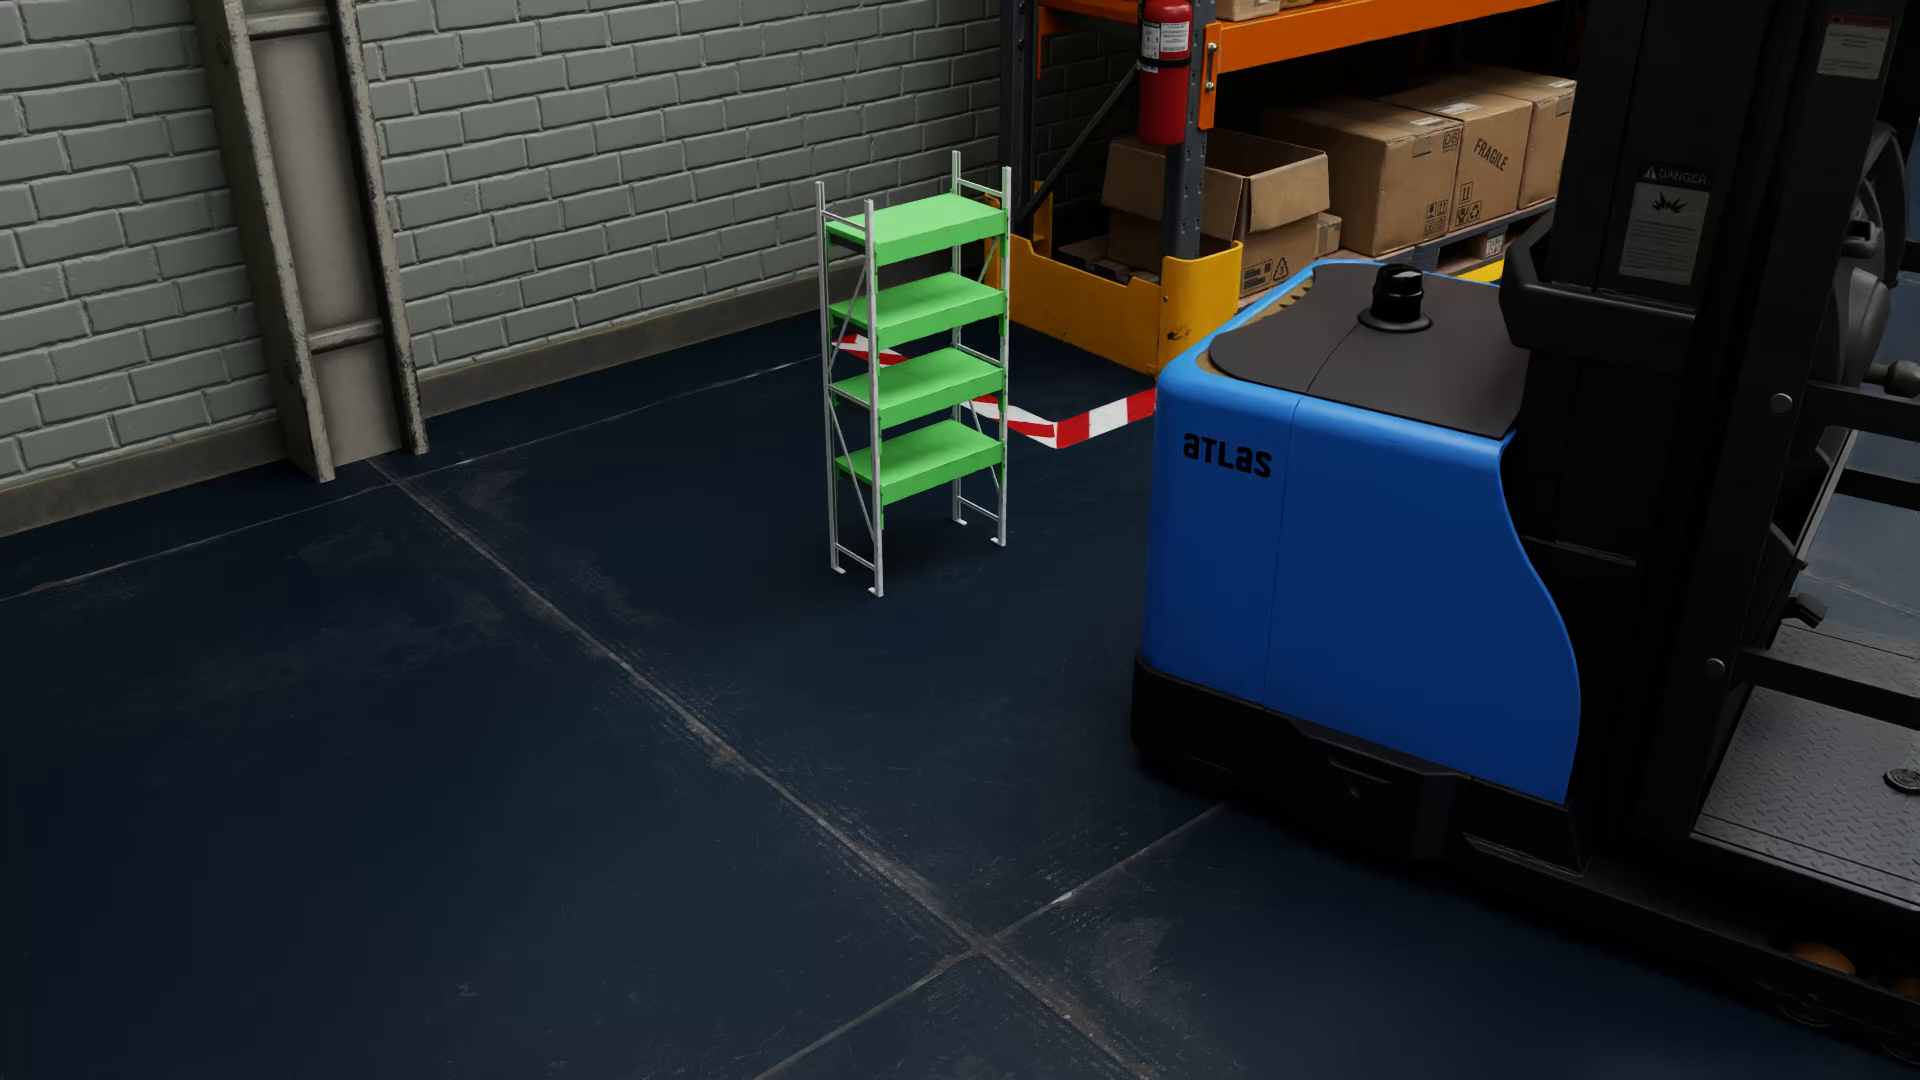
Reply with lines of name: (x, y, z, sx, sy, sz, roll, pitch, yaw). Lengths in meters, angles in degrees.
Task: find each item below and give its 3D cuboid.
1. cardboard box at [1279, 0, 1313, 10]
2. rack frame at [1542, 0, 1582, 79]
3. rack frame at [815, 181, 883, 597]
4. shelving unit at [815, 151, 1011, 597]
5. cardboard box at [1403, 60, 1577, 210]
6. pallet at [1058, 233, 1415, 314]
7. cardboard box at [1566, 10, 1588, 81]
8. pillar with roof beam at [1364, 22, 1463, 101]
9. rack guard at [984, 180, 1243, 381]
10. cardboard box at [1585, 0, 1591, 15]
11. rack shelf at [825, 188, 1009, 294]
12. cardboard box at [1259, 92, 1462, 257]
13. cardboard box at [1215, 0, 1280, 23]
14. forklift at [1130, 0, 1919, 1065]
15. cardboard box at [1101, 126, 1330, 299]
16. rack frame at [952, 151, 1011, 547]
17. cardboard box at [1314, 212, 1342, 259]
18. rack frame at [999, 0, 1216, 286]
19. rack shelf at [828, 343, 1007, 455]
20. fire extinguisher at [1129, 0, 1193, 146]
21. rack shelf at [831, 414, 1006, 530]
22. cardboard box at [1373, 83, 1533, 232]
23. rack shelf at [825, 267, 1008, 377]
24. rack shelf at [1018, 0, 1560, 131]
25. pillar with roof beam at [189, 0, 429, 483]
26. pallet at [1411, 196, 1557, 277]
cardboard box: (1.118, -2.117, 6.295, 0.250, 0.149, 0.380, -21, 35, -34)
rack frame: (3.570, -3.355, 8.345, 0.127, 3.000, 1.000, -22, 35, -35)
rack frame: (-0.312, -0.404, 4.733, 0.015, 1.200, 0.240, -22, 35, -35)
shelving unit: (-0.126, -0.479, 4.872, 0.503, 1.200, 0.258, -22, 35, -35)
cardboard box: (2.519, -1.932, 7.889, 0.500, 0.500, 0.700, -23, 36, -37)
pallet: (1.190, -1.169, 7.213, 1.213, 0.211, 1.003, -22, 35, -35)
cardboard box: (3.751, -2.694, 9.315, 0.500, 0.500, 0.500, -22, 35, -35)
pillar with roof beam: (5.249, -4.567, 4.249, 0.400, 9.000, 9.100, -22, 35, -35)
rack guard: (0.585, -1.052, 6.688, 0.348, 0.500, 1.175, -22, 35, -35)
cardboard box: (3.663, -2.939, 9.086, 0.250, 0.149, 0.380, -24, 36, -37)
rack shelf: (-0.126, -0.846, 4.676, 0.480, 0.148, 0.258, -22, 35, -35)
cardboard box: (1.729, -1.614, 7.295, 0.500, 0.500, 0.700, -20, 34, -33)
cardboard box: (0.955, -2.022, 6.118, 0.250, 0.149, 0.380, -22, 35, -35)
forklift: (1.941, -0.538, 3.147, 3.031, 2.935, 1.130, 17, 33, 29)
cardboard box: (1.054, -1.368, 6.831, 0.637, 0.503, 0.797, -24, 36, -37)
rack frame: (0.060, -0.553, 5.012, 0.015, 1.200, 0.240, -22, 35, -35)
cardboard box: (1.402, -1.328, 7.132, 0.250, 0.149, 0.380, -24, 36, -37)
rack frame: (0.527, -2.131, 6.055, 0.127, 3.000, 1.000, -22, 35, -35)
rack shelf: (-0.126, -0.422, 4.903, 0.480, 0.148, 0.258, -22, 35, -35)
fire extinguisher: (0.715, -1.722, 5.767, 0.183, 0.674, 0.296, -22, 35, -35)
rack shelf: (-0.126, -0.211, 5.016, 0.480, 0.148, 0.258, -22, 35, -35)
cardboard box: (2.196, -1.740, 7.531, 0.500, 0.500, 0.500, -21, 35, -34)
rack shelf: (-0.126, -0.634, 4.789, 0.480, 0.148, 0.258, -22, 35, -35)
rack shelf: (2.048, -2.426, 7.370, 4.000, 0.370, 1.077, -22, 35, -35)
pillar with roof beam: (0.685, -2.732, 0.814, 0.400, 9.000, 9.100, -22, 35, -35)
pallet: (2.118, -1.540, 7.908, 1.213, 0.211, 1.003, -22, 35, -35)
